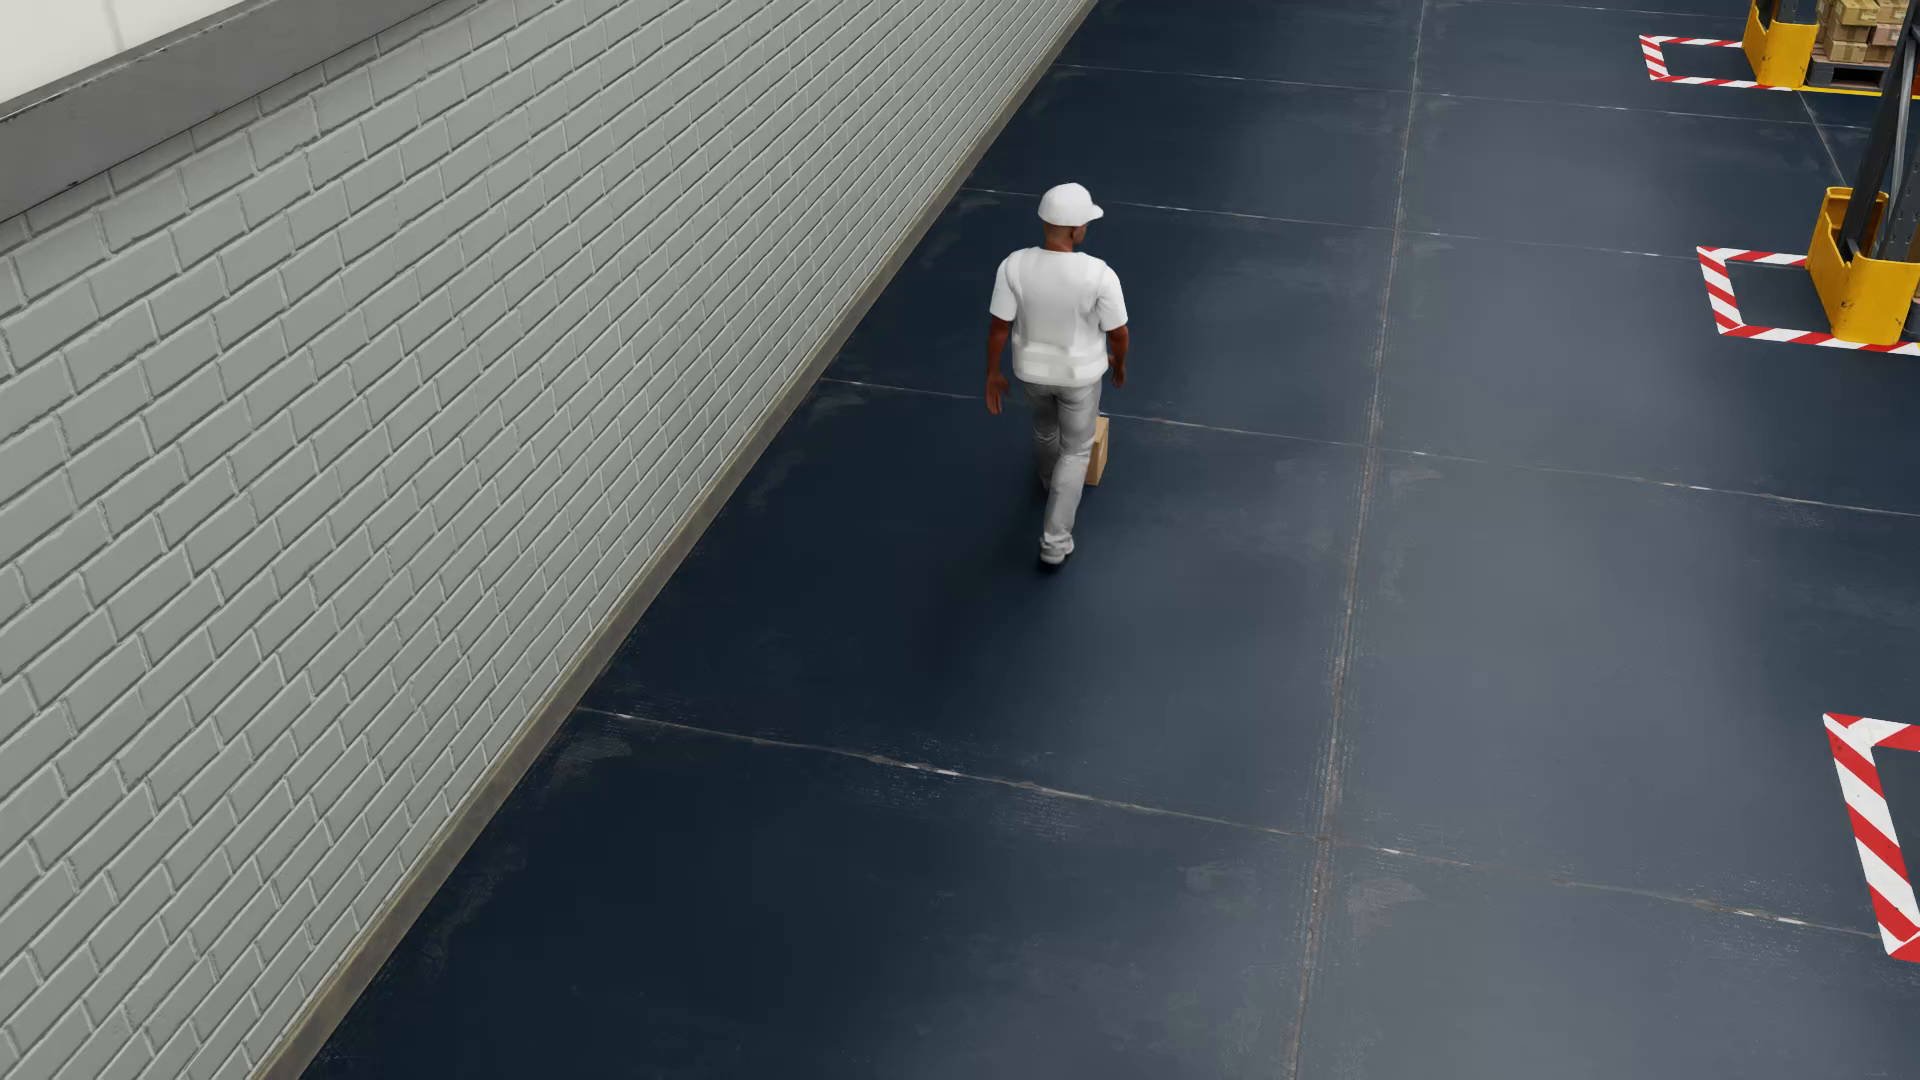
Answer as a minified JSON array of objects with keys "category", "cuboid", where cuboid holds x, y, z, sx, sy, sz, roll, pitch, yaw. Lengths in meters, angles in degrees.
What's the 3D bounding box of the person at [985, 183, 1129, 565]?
[{"category":"person","cuboid":[0.478,-0.820,7.419,0.596,1.717,0.971,11,34,17]}]
